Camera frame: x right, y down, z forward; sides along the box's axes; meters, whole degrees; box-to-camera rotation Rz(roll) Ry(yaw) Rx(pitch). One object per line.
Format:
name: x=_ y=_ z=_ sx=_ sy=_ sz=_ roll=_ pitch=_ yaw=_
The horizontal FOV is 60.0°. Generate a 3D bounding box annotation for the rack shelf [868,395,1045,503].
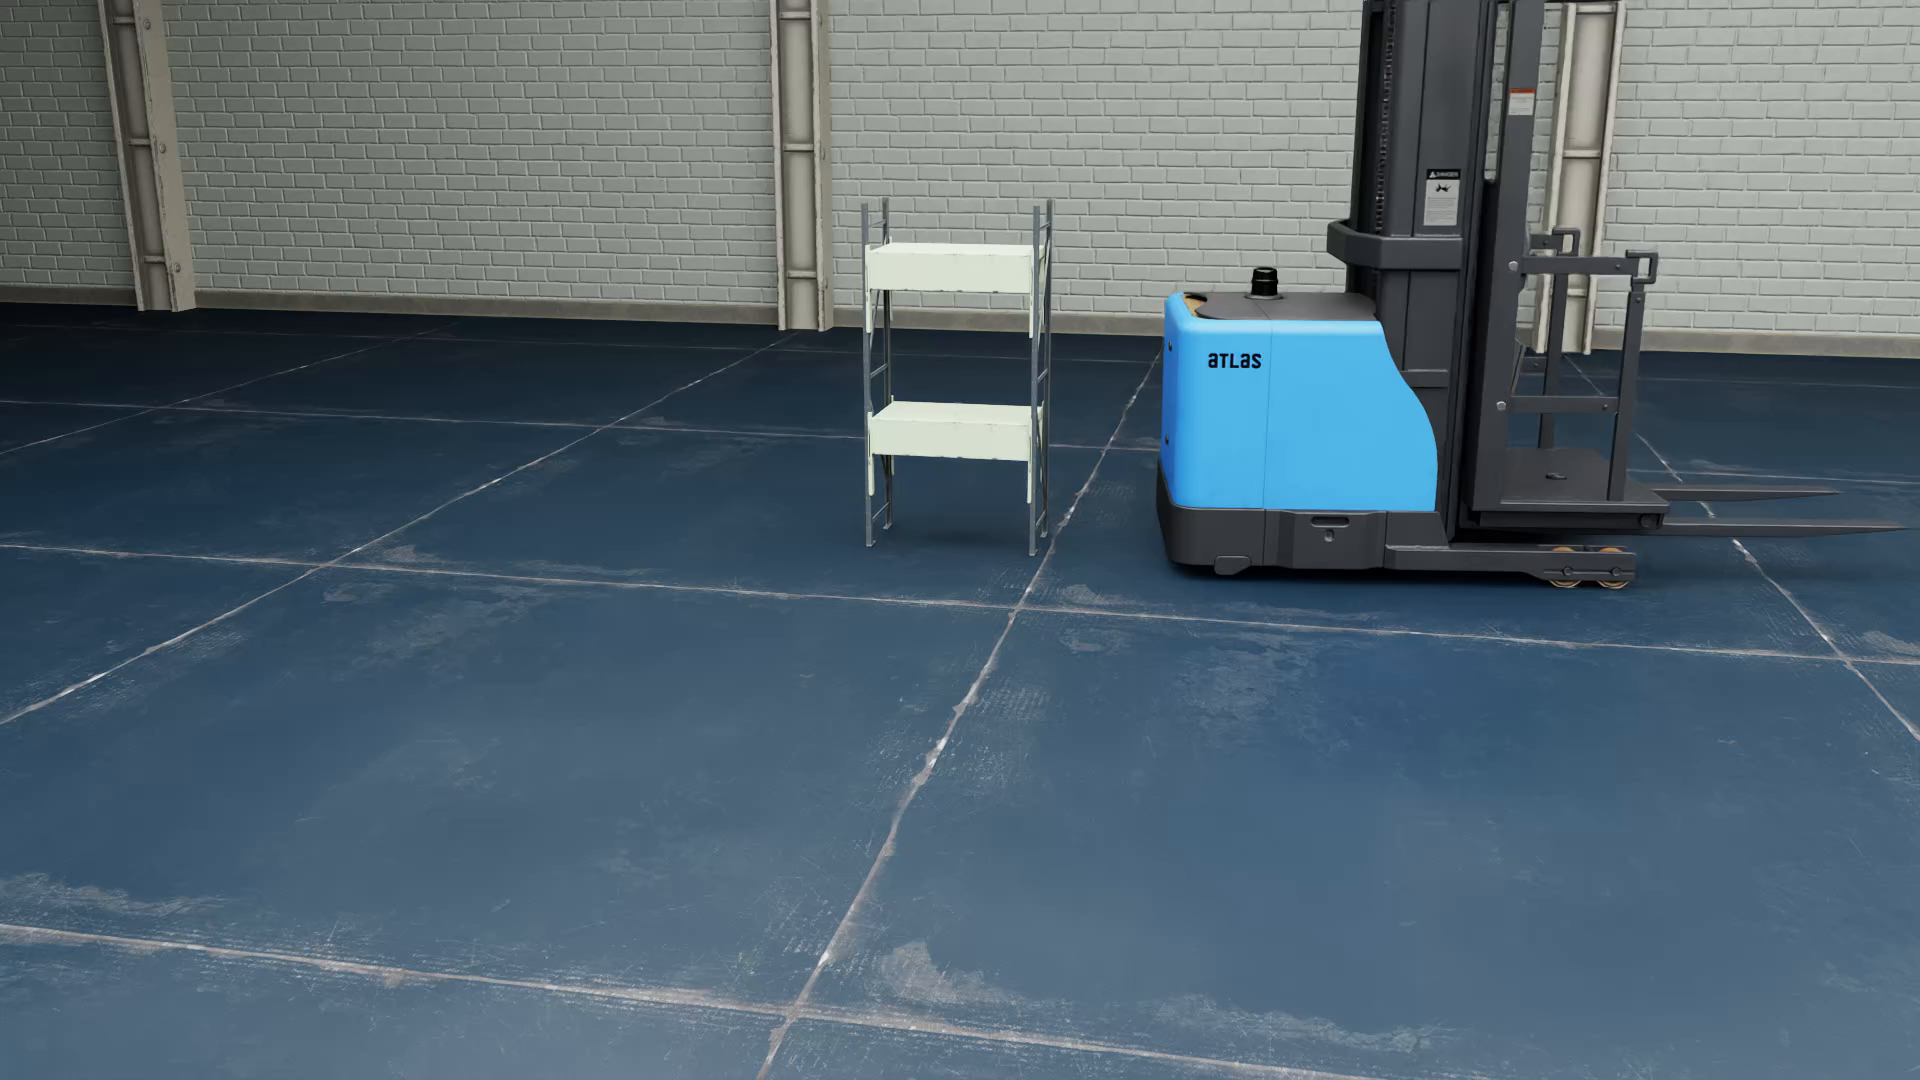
rack shelf: x=-0.007 y=-0.409 z=7.380 sx=0.720 sy=0.370 sz=0.431 roll=3 pitch=16 yaw=11

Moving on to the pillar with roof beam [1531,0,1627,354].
pillar with roof beam: x=3.741 y=-4.662 z=7.465 sx=0.400 sy=9.000 sz=9.100 roll=3 pitch=16 yaw=11

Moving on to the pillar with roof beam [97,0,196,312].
pillar with roof beam: x=-8.018 y=-5.300 z=9.770 sx=0.400 sy=9.000 sz=9.100 roll=3 pitch=16 yaw=11

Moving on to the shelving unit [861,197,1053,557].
shelving unit: x=-0.007 y=-0.723 z=7.293 sx=0.755 sy=1.500 sz=0.431 roll=3 pitch=16 yaw=11

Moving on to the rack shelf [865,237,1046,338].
rack shelf: x=-0.007 y=-1.099 z=7.189 sx=0.720 sy=0.370 sz=0.431 roll=3 pitch=16 yaw=11

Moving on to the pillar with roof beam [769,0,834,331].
pillar with roof beam: x=-2.139 y=-4.981 z=8.618 sx=0.400 sy=9.000 sz=9.100 roll=3 pitch=16 yaw=11

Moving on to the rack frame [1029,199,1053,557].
rack frame: x=0.352 y=-0.704 z=7.223 sx=0.023 sy=1.500 sz=0.400 roll=3 pitch=16 yaw=11

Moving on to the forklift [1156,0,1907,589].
forklift: x=2.406 y=-1.359 z=6.908 sx=3.031 sy=2.935 sz=1.130 roll=1 pitch=16 yaw=3

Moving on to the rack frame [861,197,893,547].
rack frame: x=-0.365 y=-0.743 z=7.363 sx=0.023 sy=1.500 sz=0.400 roll=3 pitch=16 yaw=11
